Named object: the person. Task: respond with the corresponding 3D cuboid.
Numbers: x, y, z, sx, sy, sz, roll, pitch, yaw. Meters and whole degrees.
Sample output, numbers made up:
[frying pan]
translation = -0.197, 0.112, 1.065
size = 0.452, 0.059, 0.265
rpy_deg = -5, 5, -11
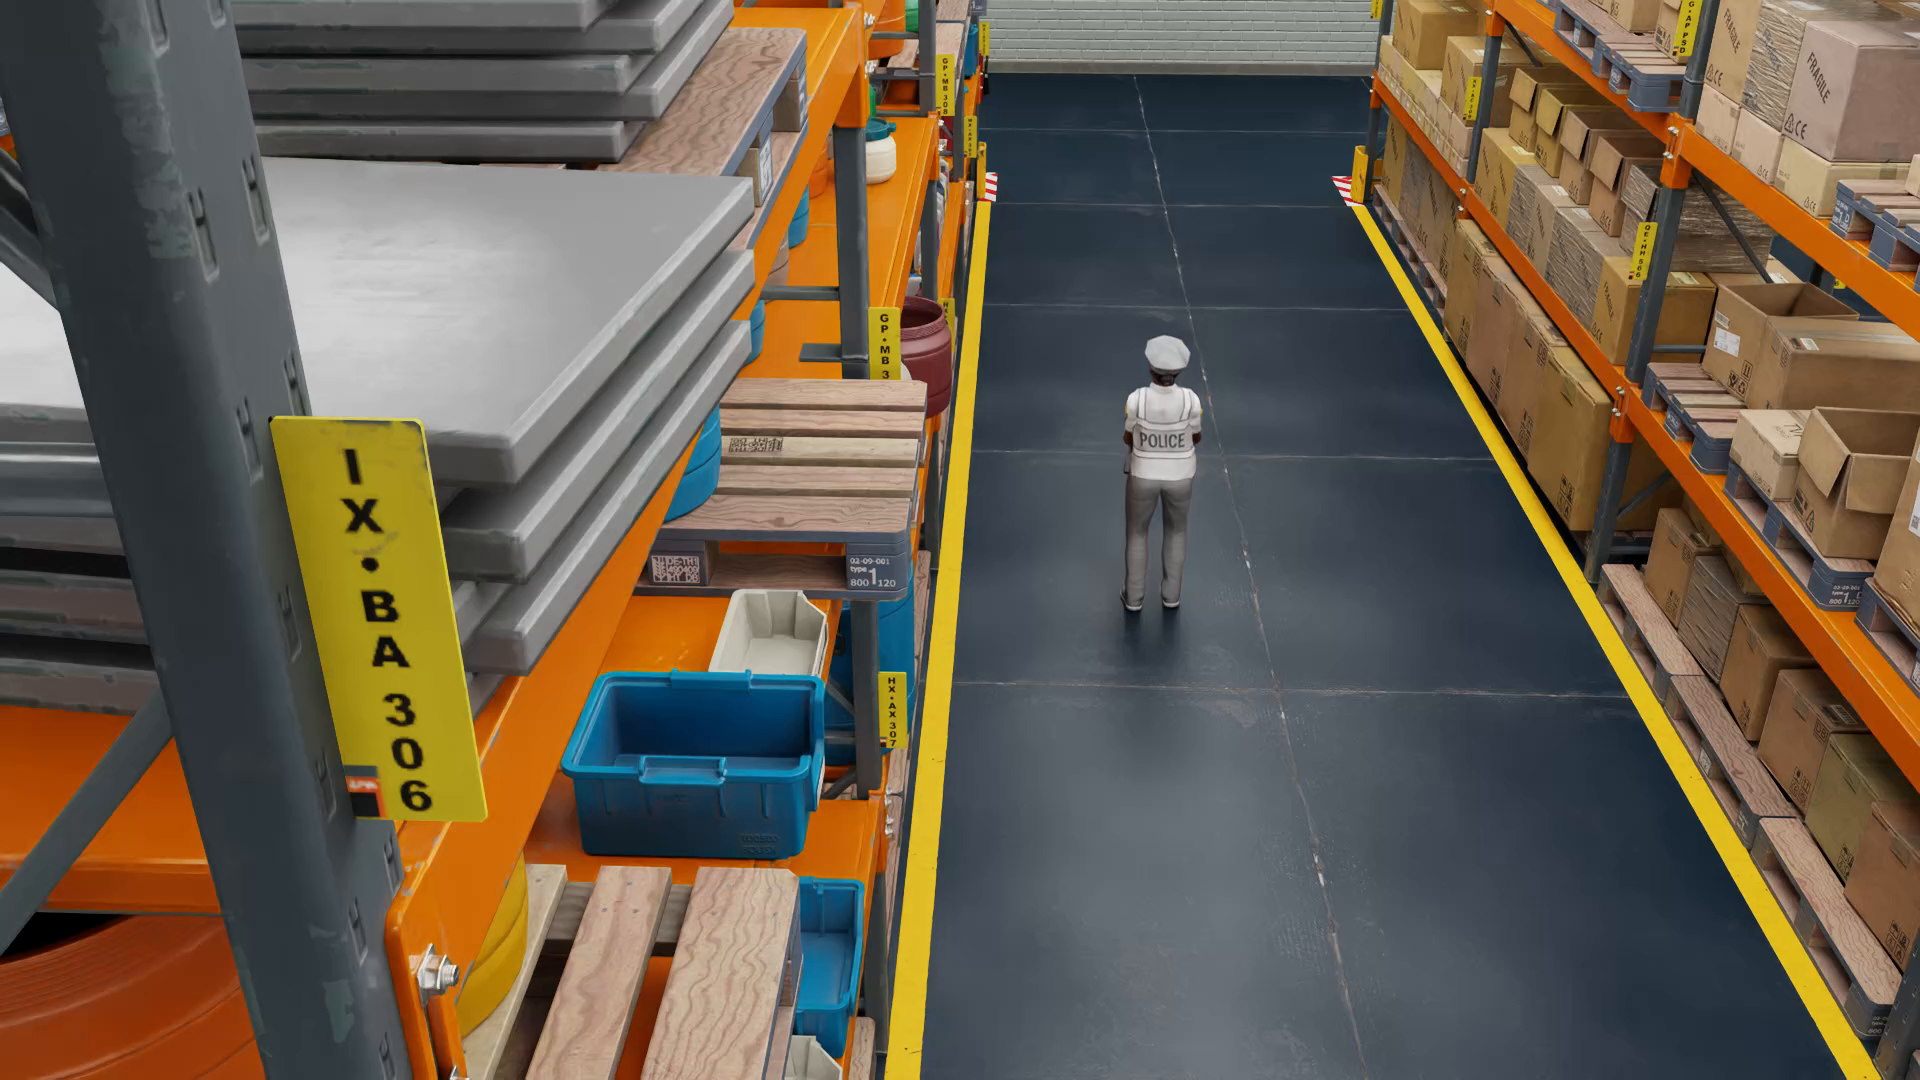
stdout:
[person]
translation = 1.148, -0.400, 9.569
size = 0.448, 1.691, 0.516
rpy_deg = 1, 28, 2
